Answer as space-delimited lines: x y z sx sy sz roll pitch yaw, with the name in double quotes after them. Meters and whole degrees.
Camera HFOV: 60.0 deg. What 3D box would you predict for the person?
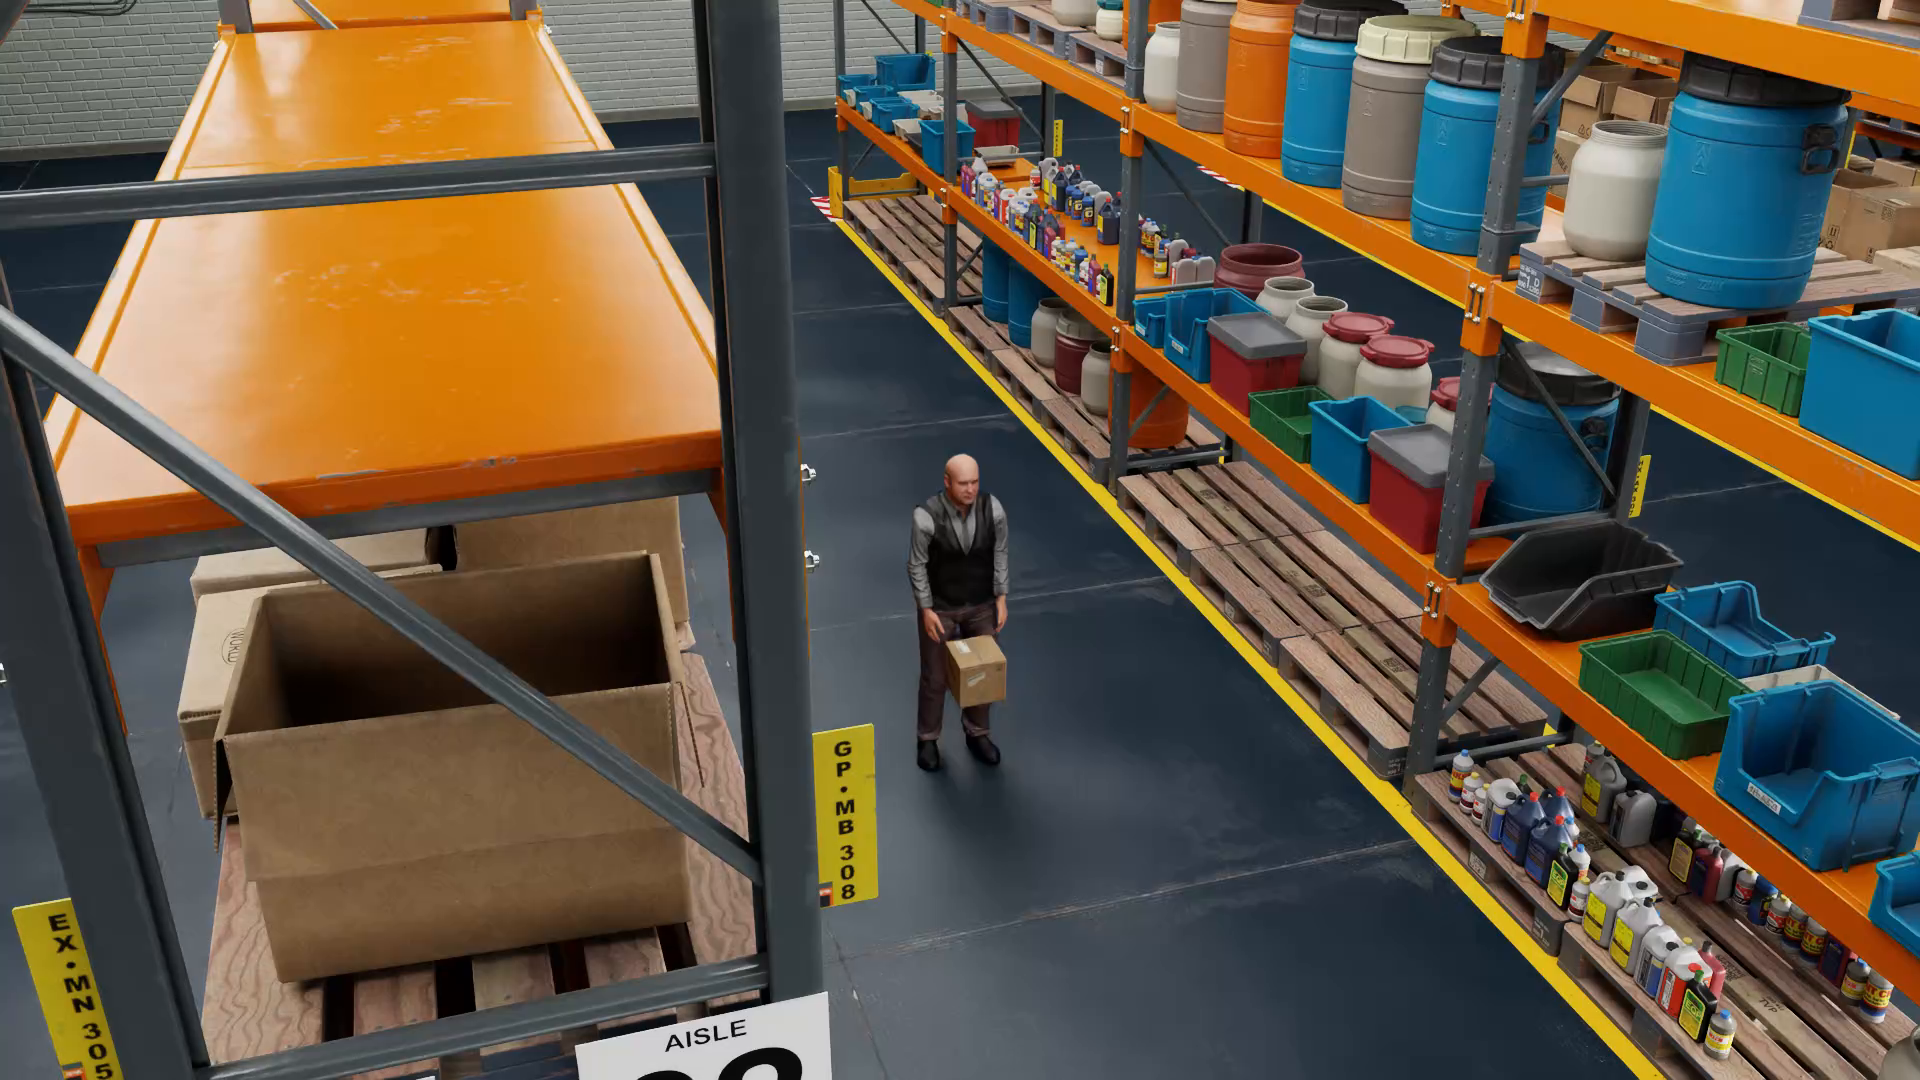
0.000 0.352 8.669 0.556 1.726 0.471 -9 27 -17 "person"
